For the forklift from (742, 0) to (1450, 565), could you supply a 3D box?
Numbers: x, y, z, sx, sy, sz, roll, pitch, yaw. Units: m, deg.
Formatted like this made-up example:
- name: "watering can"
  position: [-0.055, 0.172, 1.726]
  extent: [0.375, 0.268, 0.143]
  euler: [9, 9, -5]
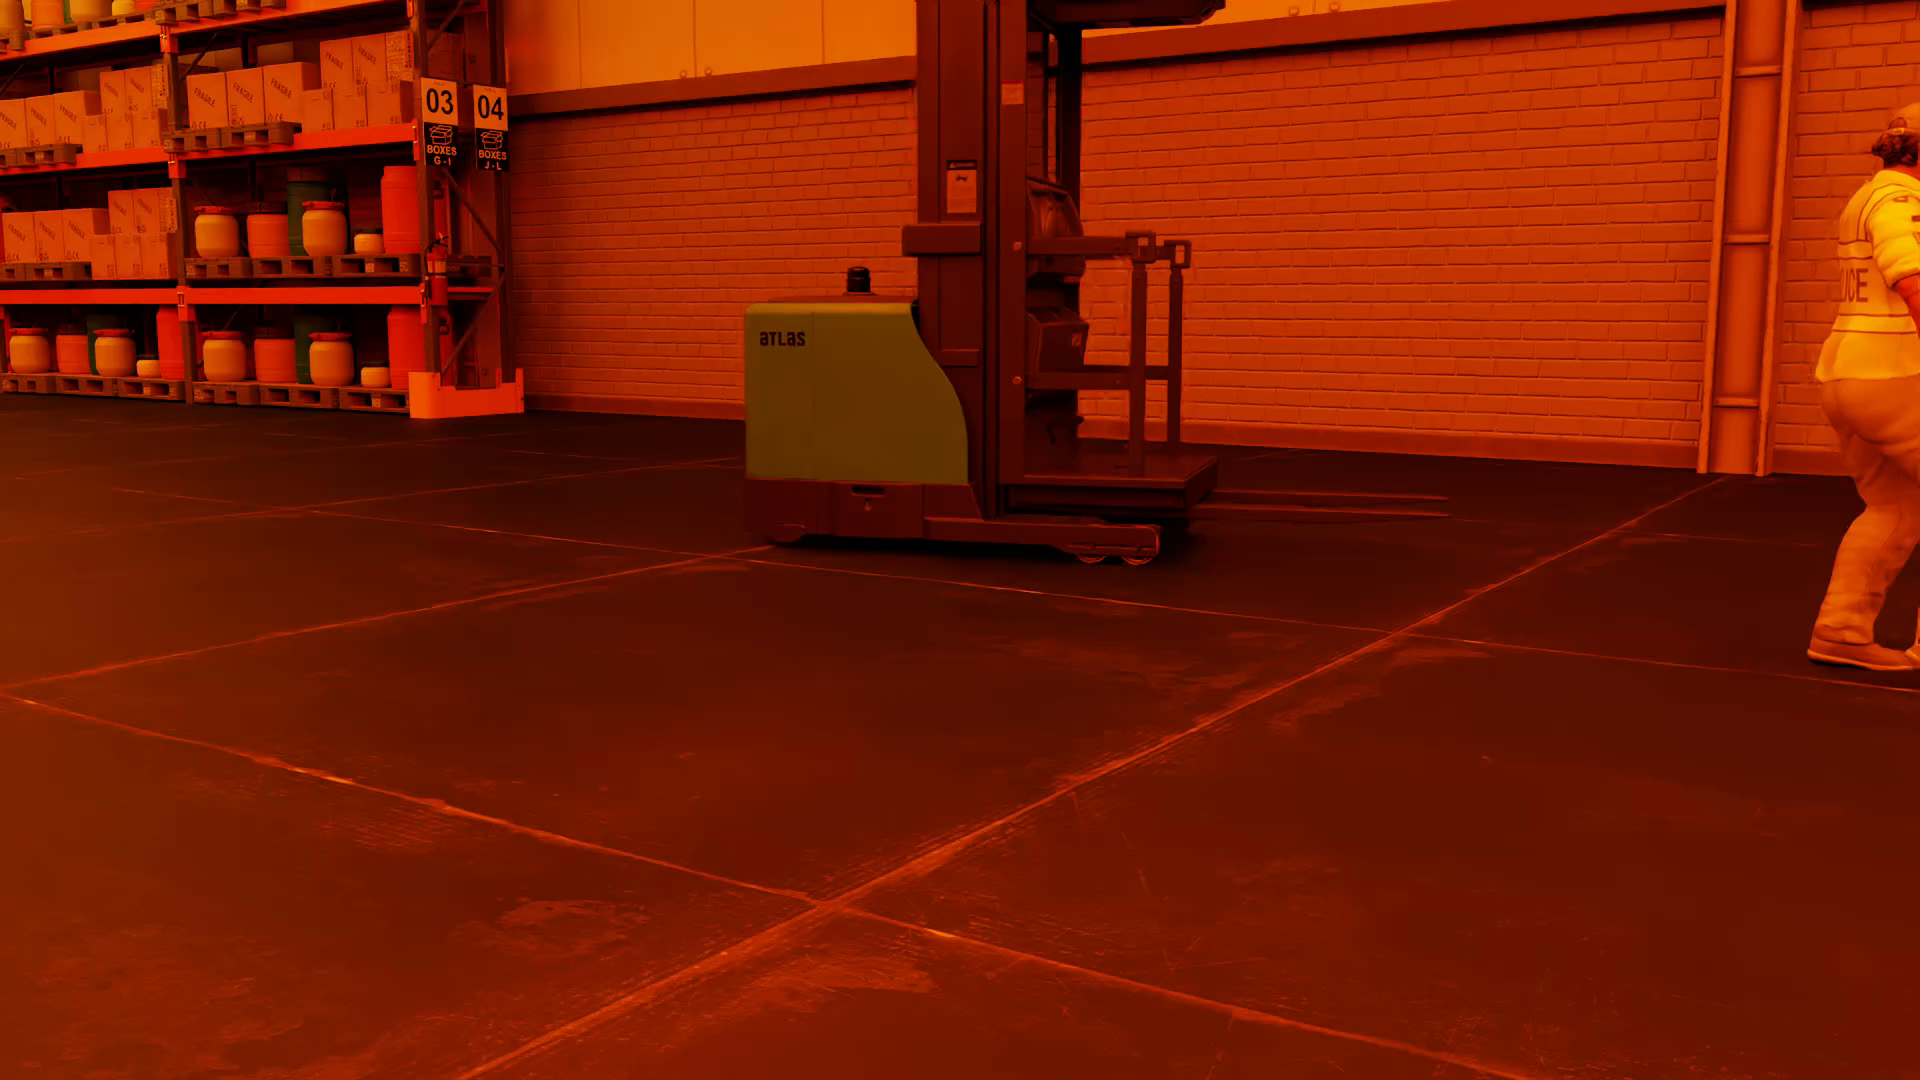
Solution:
- name: "forklift"
  position: [0.608, -1.429, 7.245]
  extent: [3.031, 2.935, 1.130]
  euler: [2, 8, 16]

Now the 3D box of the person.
- name: "person"
  position: [2.742, -0.392, 4.764]
  extent: [0.516, 1.693, 0.880]
  euler: [3, 9, 18]
